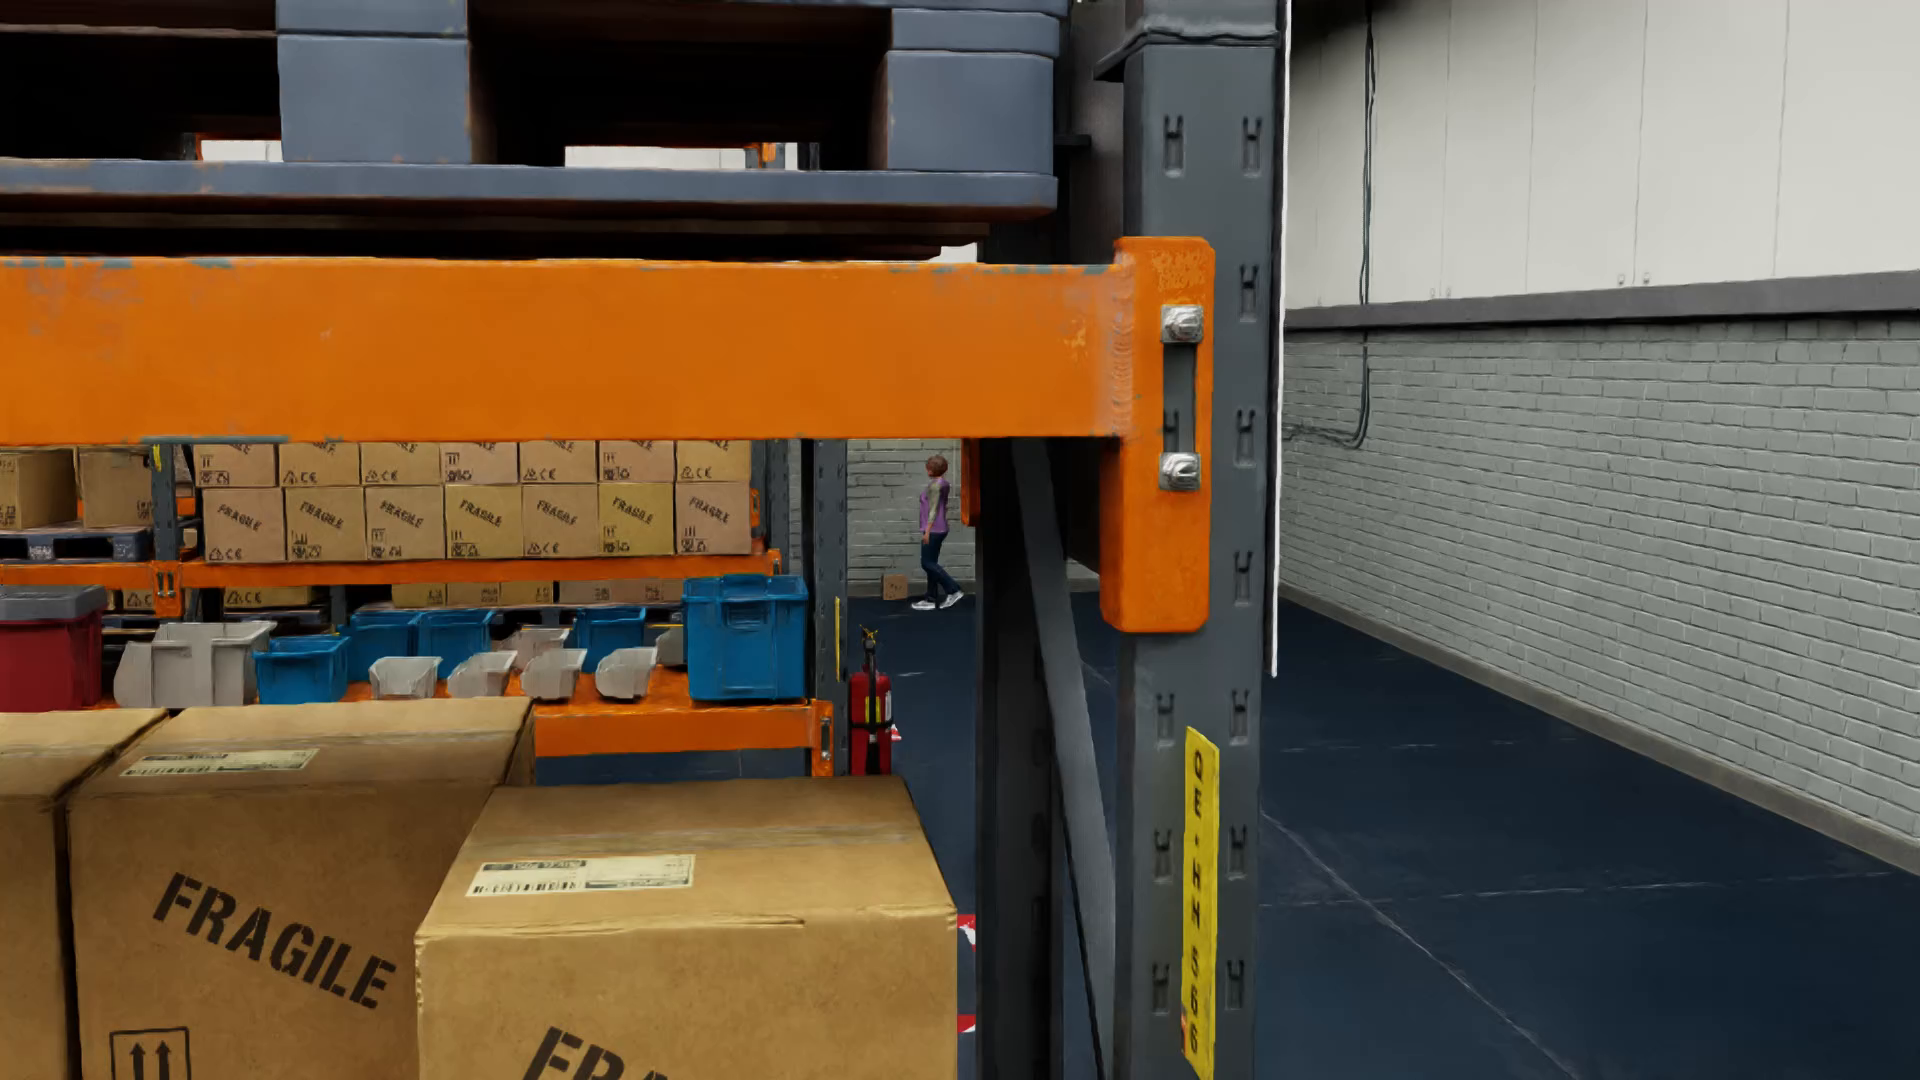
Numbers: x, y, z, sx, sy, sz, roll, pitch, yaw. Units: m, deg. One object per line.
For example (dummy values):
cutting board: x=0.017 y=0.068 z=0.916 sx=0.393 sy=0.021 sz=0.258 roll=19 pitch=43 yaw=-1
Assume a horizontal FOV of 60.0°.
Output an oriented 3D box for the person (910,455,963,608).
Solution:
person: x=-0.238 y=-0.078 z=17.100 sx=0.571 sy=1.596 sz=0.437 roll=1 pitch=7 yaw=11
